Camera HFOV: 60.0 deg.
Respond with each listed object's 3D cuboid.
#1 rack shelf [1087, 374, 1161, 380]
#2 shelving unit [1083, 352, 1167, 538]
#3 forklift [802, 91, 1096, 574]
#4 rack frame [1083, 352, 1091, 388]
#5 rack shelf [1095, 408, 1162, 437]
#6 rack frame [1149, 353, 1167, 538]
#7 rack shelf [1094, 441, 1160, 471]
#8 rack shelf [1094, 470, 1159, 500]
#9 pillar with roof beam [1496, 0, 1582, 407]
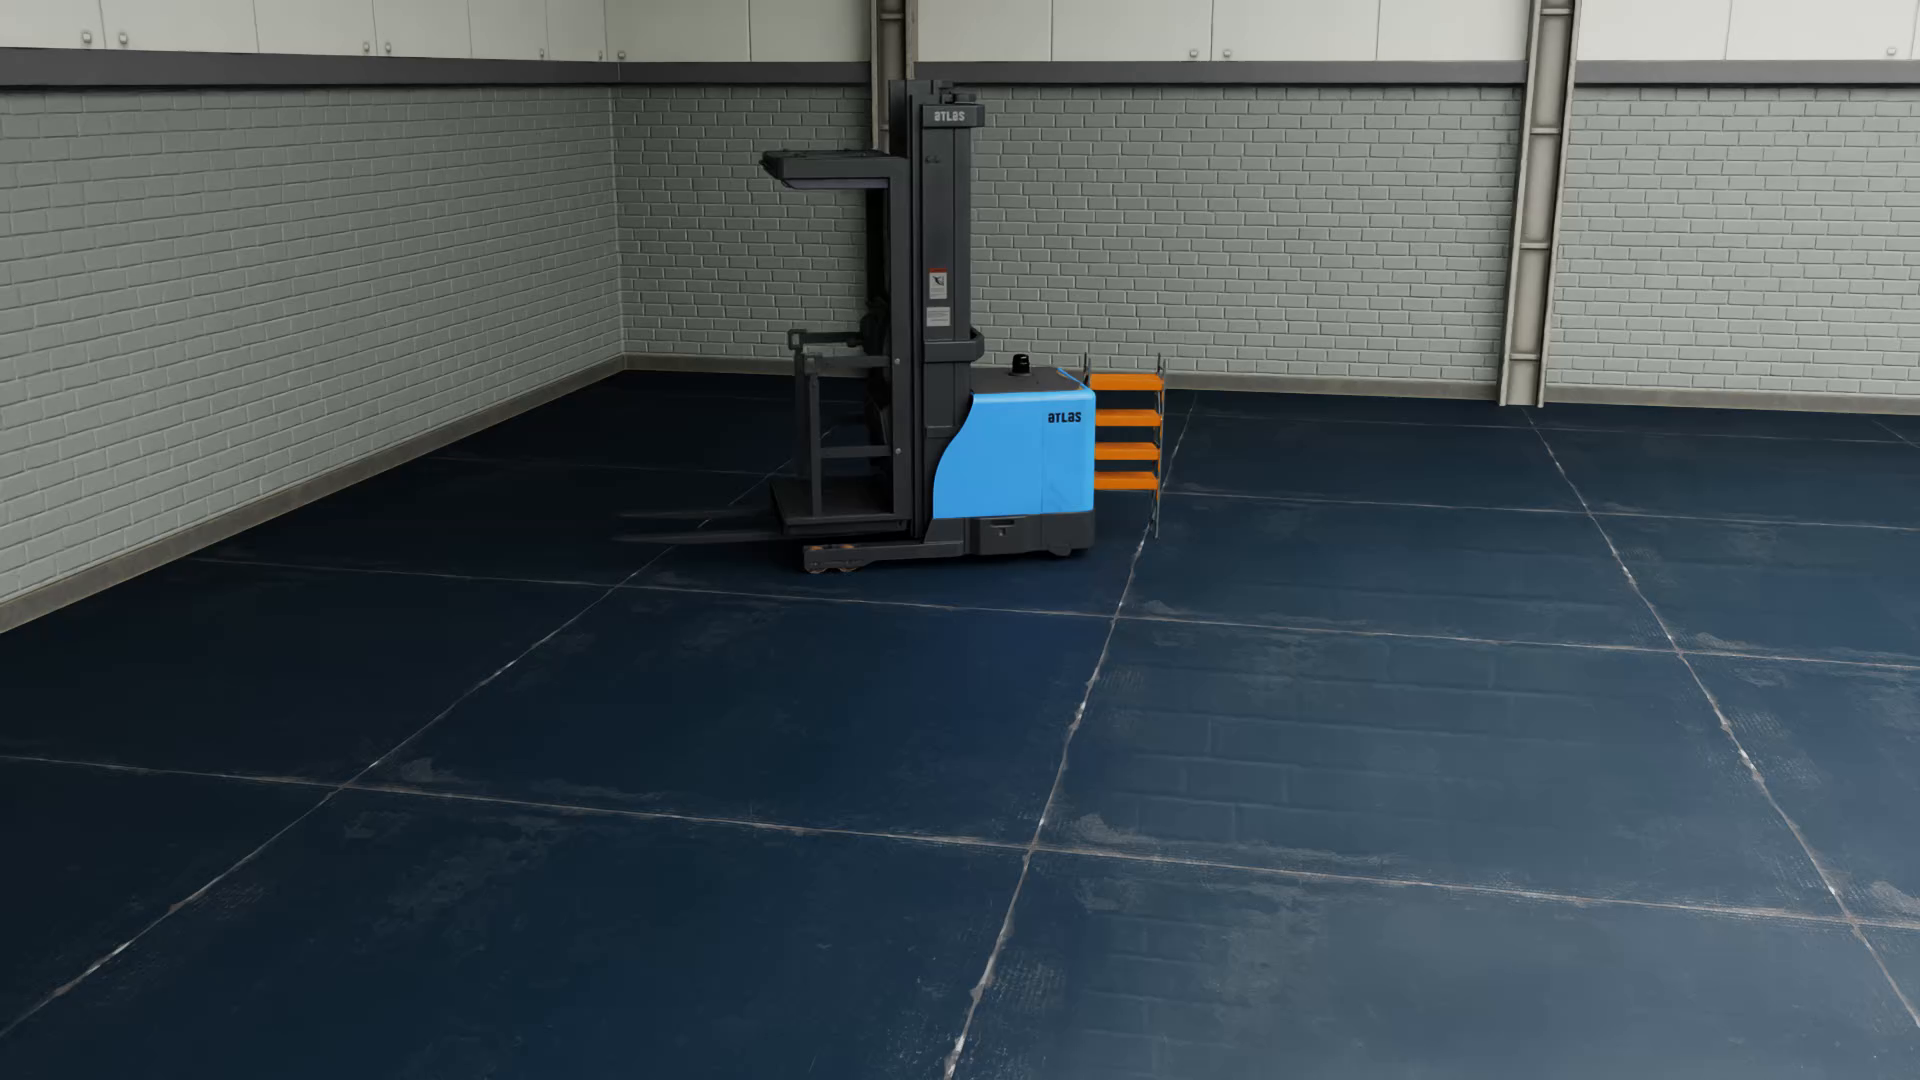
[{"bbox_3d":[1.071,-1.040,10.863,0.457,0.050,0.221,0,15,-4],"label":"rack shelf"},{"bbox_3d":[14.126,-0.173,7.952,26.194,2.381,7.907,0,15,-4],"label":"shelving unit"},{"bbox_3d":[-0.170,-1.353,10.505,1.939,2.867,1.129,-3,16,-10],"label":"forklift"},{"bbox_3d":[0.820,-0.623,10.963,0.015,1.200,0.240,0,15,-4],"label":"rack frame"},{"bbox_3d":[1.067,-0.774,10.937,0.480,0.148,0.258,0,15,-4],"label":"rack shelf"},{"bbox_3d":[1.307,-0.623,10.994,0.015,1.200,0.240,0,15,-4],"label":"rack frame"},{"bbox_3d":[14.136,-0.394,7.891,26.182,1.923,7.907,0,15,-4],"label":"rack shelf"},{"bbox_3d":[1.059,-0.367,11.049,0.480,0.148,0.258,0,15,-4],"label":"rack shelf"},{"bbox_3d":[4.397,-4.493,10.357,0.400,9.000,9.100,3,16,11],"label":"pillar with roof beam"}]
